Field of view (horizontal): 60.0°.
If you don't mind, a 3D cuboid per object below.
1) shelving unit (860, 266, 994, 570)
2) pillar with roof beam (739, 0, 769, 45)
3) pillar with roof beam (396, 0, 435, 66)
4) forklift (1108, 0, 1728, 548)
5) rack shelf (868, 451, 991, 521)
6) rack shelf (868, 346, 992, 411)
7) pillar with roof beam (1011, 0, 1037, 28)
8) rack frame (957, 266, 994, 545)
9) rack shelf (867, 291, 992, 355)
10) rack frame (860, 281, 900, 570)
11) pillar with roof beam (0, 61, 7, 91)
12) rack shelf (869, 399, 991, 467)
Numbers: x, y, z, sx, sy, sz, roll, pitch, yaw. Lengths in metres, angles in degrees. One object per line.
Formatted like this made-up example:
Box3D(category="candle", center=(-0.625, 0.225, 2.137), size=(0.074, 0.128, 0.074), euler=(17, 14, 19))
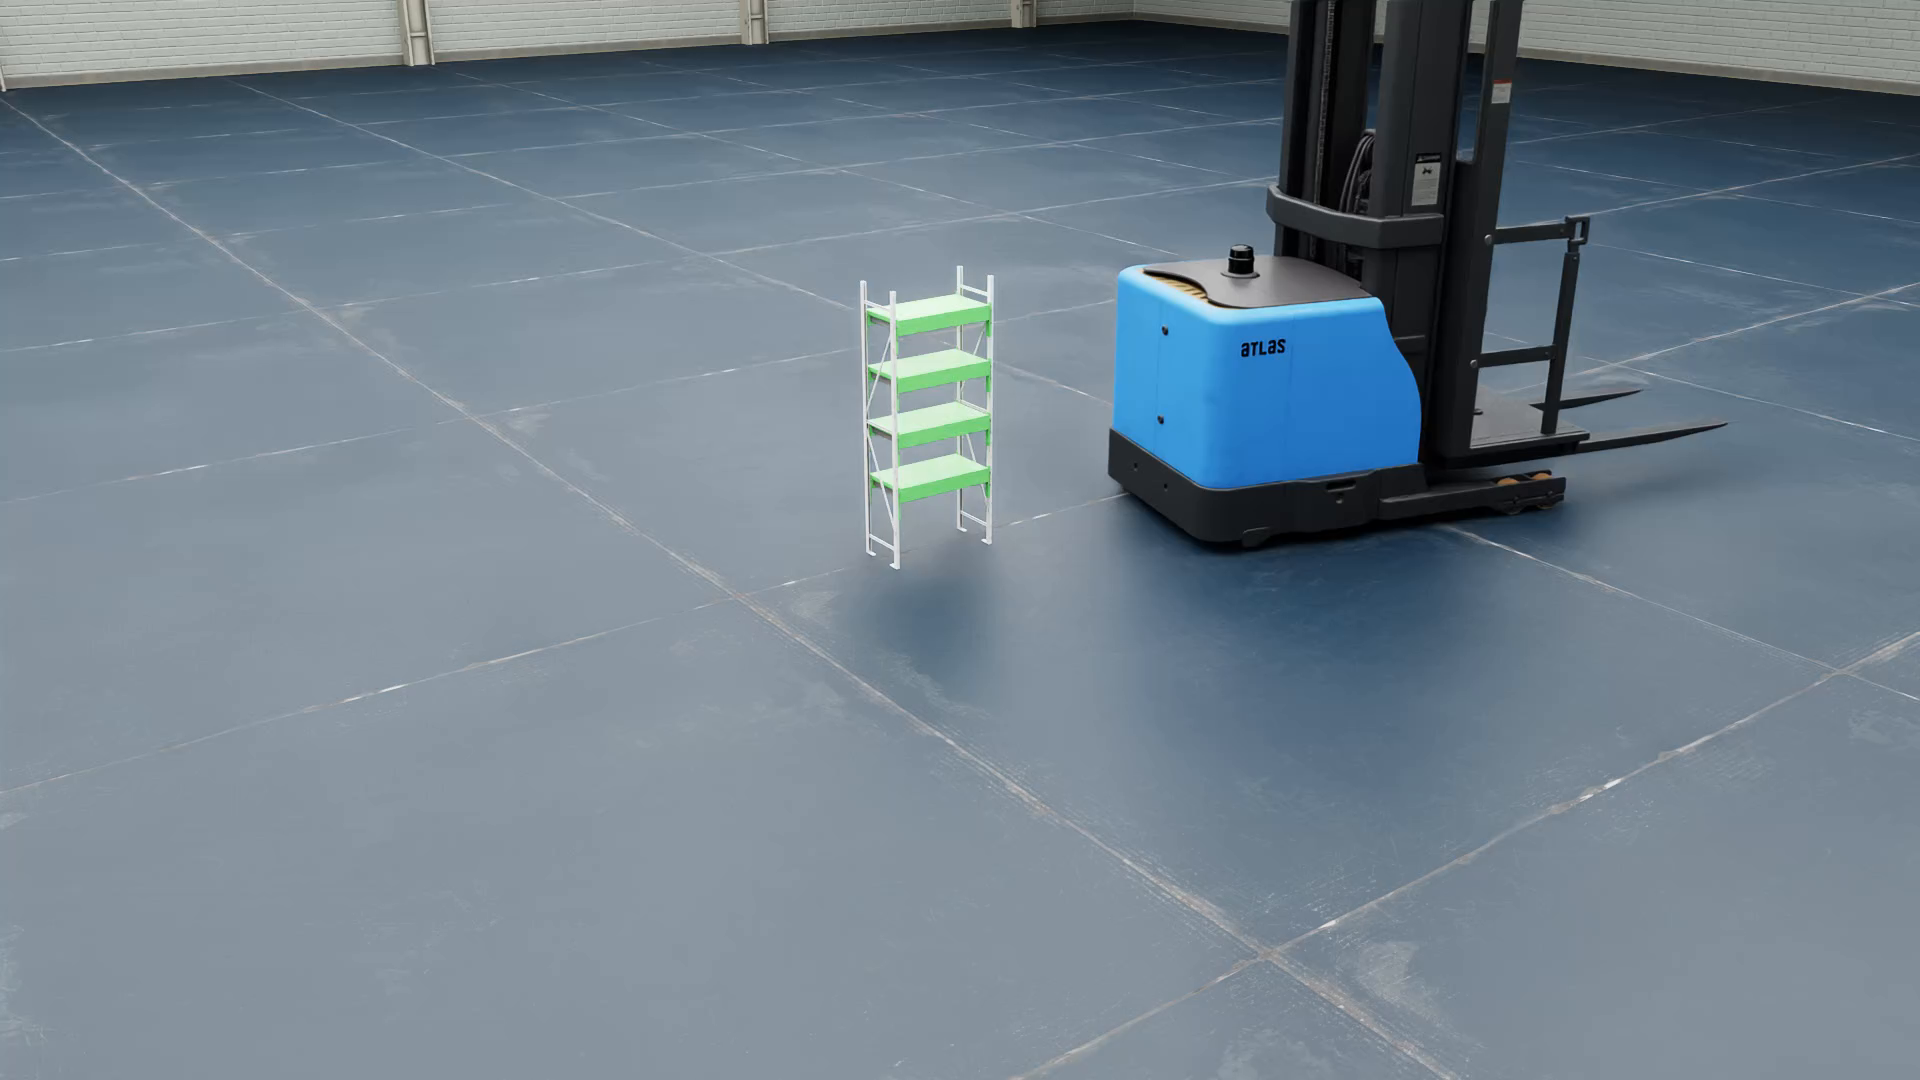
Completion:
Box3D(category="shelving unit", center=(-0.134, -0.521, 7.084), size=(0.503, 1.200, 0.258), euler=(-15, 26, -33))
Box3D(category="pillar with roof beam", center=(-1.109, -11.660, 24.475), size=(0.400, 9.000, 9.100), euler=(-15, 26, -33))
Box3D(category="pillar with roof beam", center=(-5.980, -10.361, 21.220), size=(0.400, 9.000, 9.100), euler=(-15, 26, -33))
Box3D(category="forklift", center=(2.283, -1.652, 7.583), size=(3.031, 2.935, 1.130), euler=(-8, 23, -19))
Box3D(category="rack shelf", center=(-0.134, -0.239, 7.197), size=(0.480, 0.148, 0.258), euler=(-15, 26, -33))
Box3D(category="rack shelf", center=(-0.134, -0.685, 7.019), size=(0.480, 0.148, 0.258), euler=(-15, 26, -33))
Box3D(category="pillar with roof beam", center=(3.761, -12.959, 27.730), size=(0.400, 9.000, 9.100), euler=(-15, 26, -33))
Box3D(category="rack frame", center=(0.064, -0.574, 7.217), size=(0.015, 1.200, 0.240), euler=(-15, 26, -33))
Box3D(category="rack shelf", center=(-0.134, -0.908, 6.930), size=(0.480, 0.148, 0.258), euler=(-15, 26, -33))
Box3D(category="rack frame", center=(-0.332, -0.469, 6.952), size=(0.015, 1.200, 0.240), euler=(-15, 26, -33))
Box3D(category="pillar with roof beam", center=(-10.850, -9.063, 17.966), size=(0.400, 9.000, 9.100), euler=(-15, 26, -33))
Box3D(category="rack shelf", center=(-0.134, -0.462, 7.108), size=(0.480, 0.148, 0.258), euler=(-15, 26, -33))
